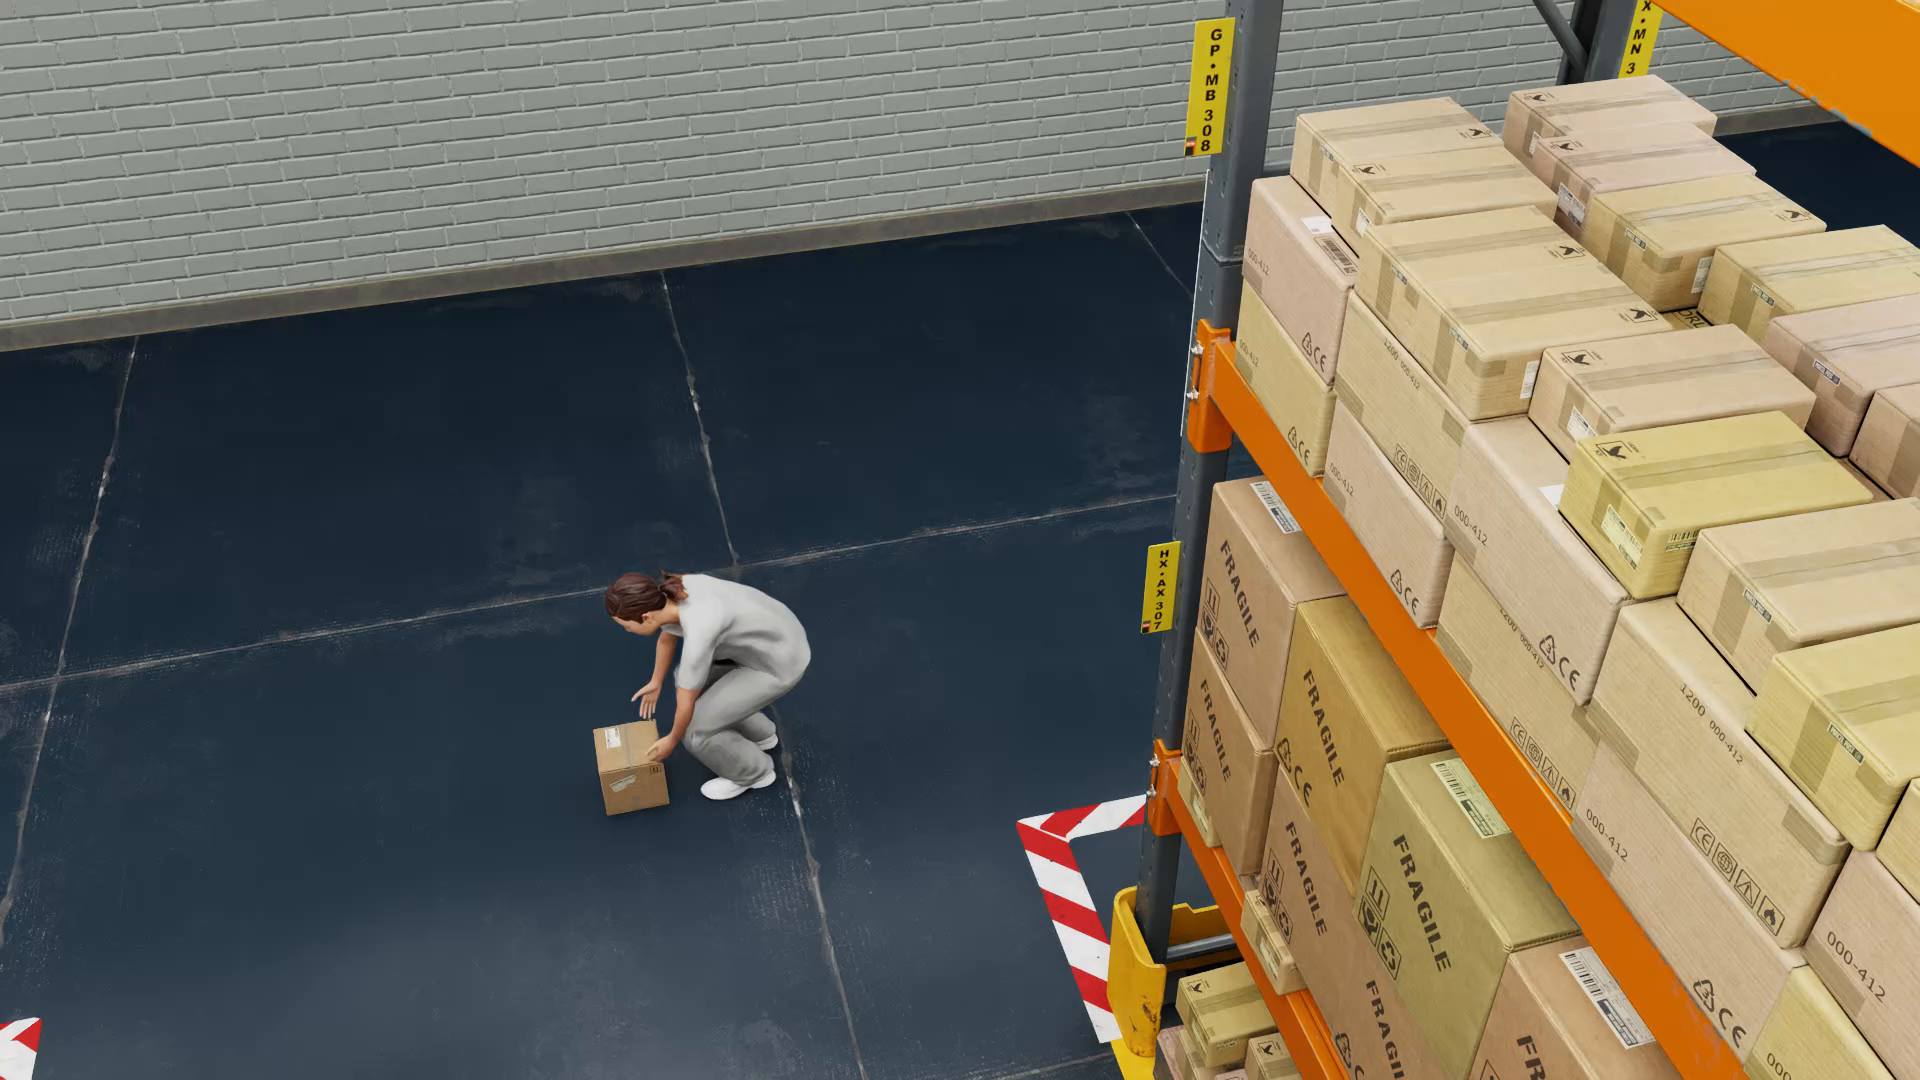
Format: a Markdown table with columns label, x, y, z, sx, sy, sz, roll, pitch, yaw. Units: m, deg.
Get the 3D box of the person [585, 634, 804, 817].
| label | x | y | z | sx | sy | sz | roll | pitch | yaw |
| --- | --- | --- | --- | --- | --- | --- | --- | --- | --- |
| person | -1.038 | 0.700 | 6.636 | 0.839 | 0.796 | 0.458 | -10 | 39 | -13 |
